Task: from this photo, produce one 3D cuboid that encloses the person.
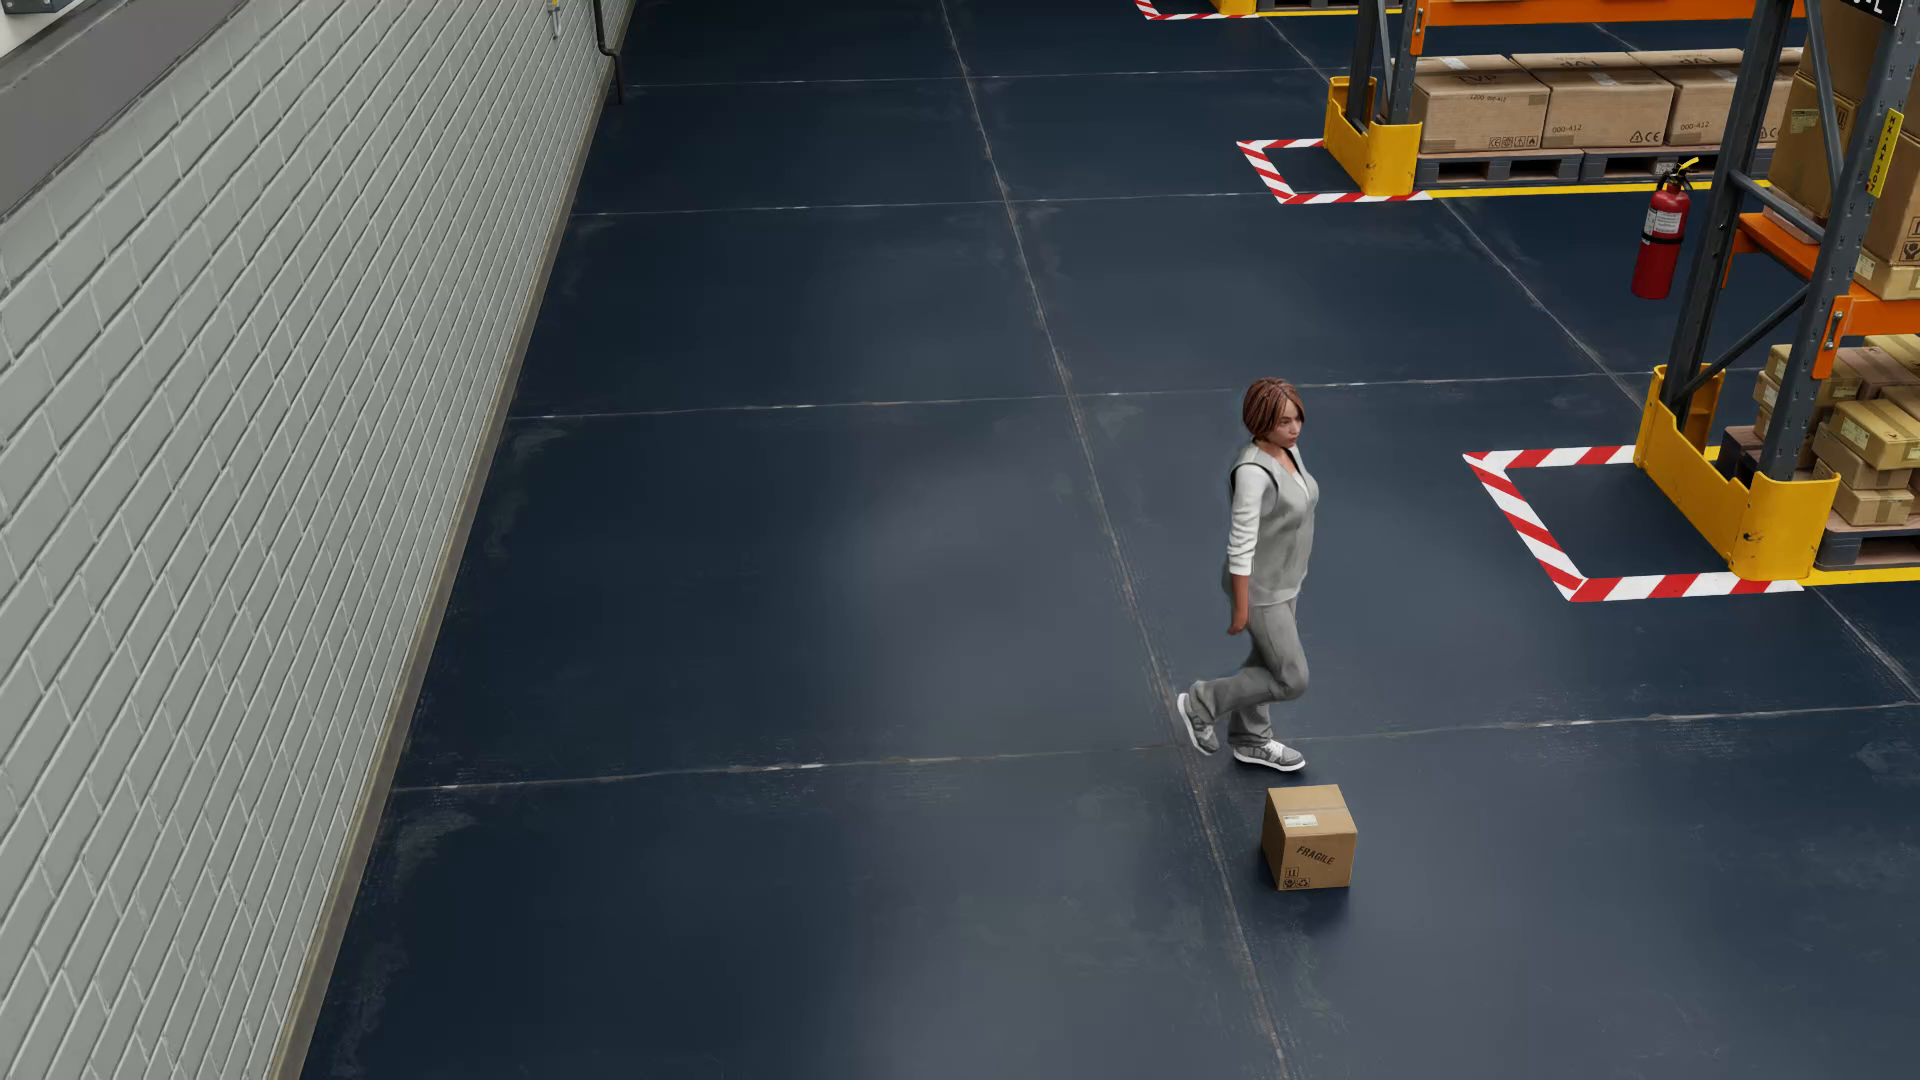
[{"bbox_3d":[1.053,0.159,5.855,0.475,1.588,0.428,12,34,19],"label":"person"}]
